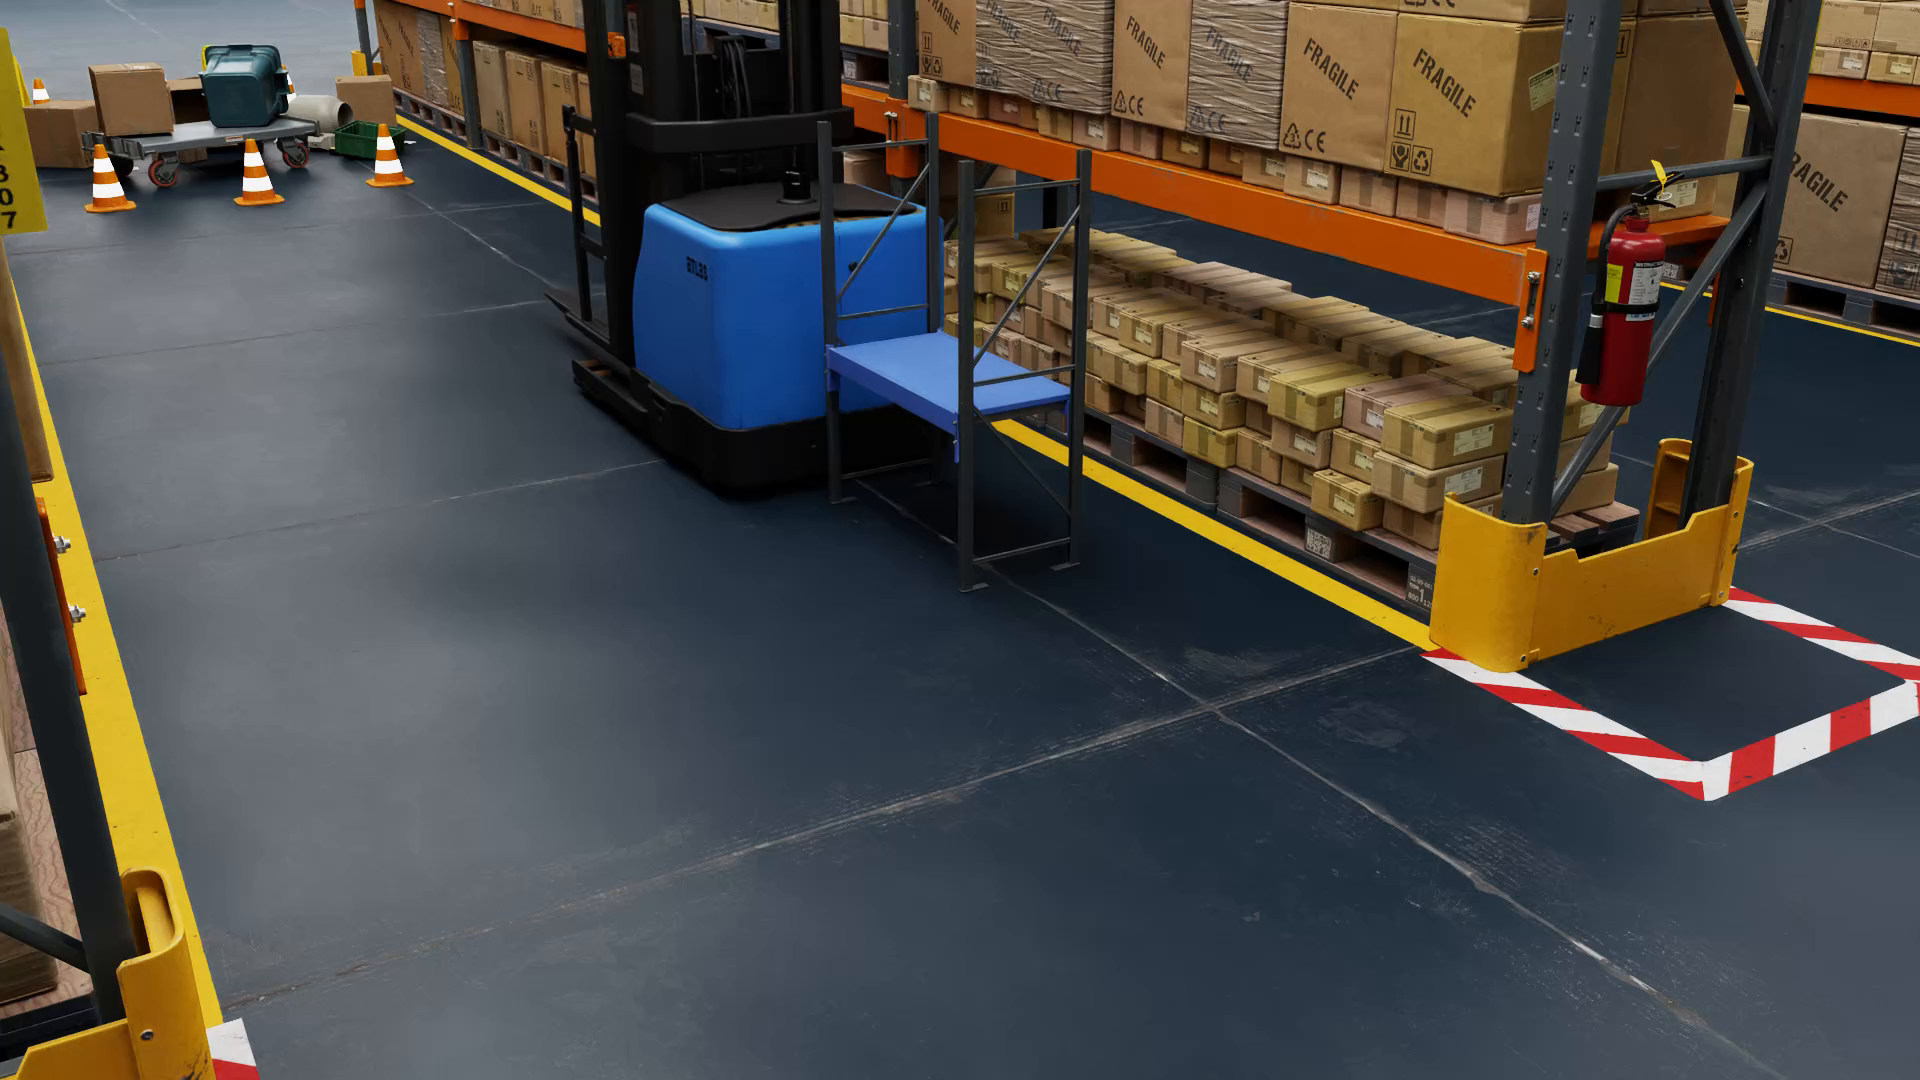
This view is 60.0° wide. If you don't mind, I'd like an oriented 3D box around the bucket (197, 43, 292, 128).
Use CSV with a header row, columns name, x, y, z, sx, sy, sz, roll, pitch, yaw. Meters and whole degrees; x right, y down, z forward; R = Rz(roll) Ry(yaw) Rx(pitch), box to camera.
name,x,y,z,sx,sy,sz,roll,pitch,yaw
bucket,-6.024,-3.774,13.942,0.726,0.611,0.620,-4,32,-10

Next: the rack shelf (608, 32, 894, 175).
name,x,y,z,sx,sy,sz,roll,pitch,yaw
rack shelf,-0.908,-2.710,9.951,1.077,0.370,4.000,-13,25,-28

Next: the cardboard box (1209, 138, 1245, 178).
name,x,y,z,sx,sy,sz,roll,pitch,yaw
cardboard box,1.165,-1.470,6.278,0.380,0.149,0.250,-14,26,-30

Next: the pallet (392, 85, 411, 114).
name,x,y,z,sx,sy,sz,roll,pitch,yaw
pallet,-5.540,-4.745,17.705,1.003,0.211,1.213,-13,25,-28

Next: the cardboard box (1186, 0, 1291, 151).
name,x,y,z,sx,sy,sz,roll,pitch,yaw
cardboard box,1.180,-1.711,6.011,0.500,0.500,0.500,-13,25,-28

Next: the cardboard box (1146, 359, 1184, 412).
name,x,y,z,sx,sy,sz,roll,pitch,yaw
cardboard box,0.984,-0.649,6.757,0.380,0.149,0.250,-11,25,-26

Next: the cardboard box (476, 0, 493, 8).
name,x,y,z,sx,sy,sz,roll,pitch,yaw
cardboard box,-3.677,-4.647,13.628,0.500,0.500,0.500,-12,25,-28

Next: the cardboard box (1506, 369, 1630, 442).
name,x,y,z,sx,sy,sz,roll,pitch,yaw
cardboard box,2.181,-0.486,5.961,0.380,0.149,0.250,-14,26,-31

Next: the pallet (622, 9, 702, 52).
name,x,y,z,sx,sy,sz,roll,pitch,yaw
pallet,-1.474,-3.392,10.928,1.213,0.211,1.003,-13,25,-28

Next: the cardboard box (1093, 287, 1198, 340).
name,x,y,z,sx,sy,sz,roll,pitch,yaw
cardboard box,0.796,-0.971,7.155,0.380,0.149,0.250,-14,26,-30

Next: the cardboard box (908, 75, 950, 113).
name,x,y,z,sx,sy,sz,roll,pitch,yaw
cardboard box,-0.023,-2.125,7.890,0.380,0.149,0.250,-12,25,-26

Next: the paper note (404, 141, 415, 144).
name,x,y,z,sx,sy,sz,roll,pitch,yaw
paper note,-5.095,-3.654,15.260,0.142,0.020,0.147,8,23,18

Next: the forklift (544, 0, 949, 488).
name,x,y,z,sx,sy,sz,roll,pitch,yaw
forklift,-1.218,-2.078,7.530,1.130,2.935,3.031,-12,25,-27

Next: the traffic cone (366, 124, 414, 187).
name,x,y,z,sx,sy,sz,roll,pitch,yaw
traffic cone,-4.586,-3.086,13.289,0.336,0.463,0.334,-13,25,-28

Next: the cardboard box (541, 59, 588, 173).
name,x,y,z,sx,sy,sz,roll,pitch,yaw
cardboard box,-2.613,-3.340,12.975,1.050,0.750,0.750,-12,25,-27

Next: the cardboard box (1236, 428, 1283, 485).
name,x,y,z,sx,sy,sz,roll,pitch,yaw
cardboard box,1.292,-0.349,6.414,0.380,0.149,0.250,-12,25,-28

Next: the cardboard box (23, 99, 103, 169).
name,x,y,z,sx,sy,sz,roll,pitch,yaw
cardboard box,-7.554,-3.453,14.139,0.500,0.500,0.500,4,22,9

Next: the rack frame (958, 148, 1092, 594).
name,x,y,z,sx,sy,sz,roll,pitch,yaw
rack frame,0.216,-0.558,5.692,0.500,1.500,0.032,-13,25,-28

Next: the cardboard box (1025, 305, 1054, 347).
name,x,y,z,sx,sy,sz,roll,pitch,yaw
cardboard box,0.521,-1.004,7.632,0.380,0.149,0.250,-14,26,-31

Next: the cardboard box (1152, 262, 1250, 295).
name,x,y,z,sx,sy,sz,roll,pitch,yaw
cardboard box,1.100,-1.157,7.613,0.380,0.149,0.250,-14,26,-31

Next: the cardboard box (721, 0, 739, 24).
name,x,y,z,sx,sy,sz,roll,pitch,yaw
cardboard box,-1.196,-3.157,9.870,0.380,0.149,0.250,-12,25,-28

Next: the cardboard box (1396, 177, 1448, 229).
name,x,y,z,sx,sy,sz,roll,pitch,yaw
cardboard box,1.653,-1.124,5.426,0.380,0.149,0.250,-13,25,-28

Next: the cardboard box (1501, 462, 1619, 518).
name,x,y,z,sx,sy,sz,roll,pitch,yaw
cardboard box,2.164,-0.206,6.064,0.380,0.149,0.250,-12,25,-27

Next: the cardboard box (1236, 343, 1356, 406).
name,x,y,z,sx,sy,sz,roll,pitch,yaw
cardboard box,1.270,-0.621,6.294,0.380,0.149,0.250,-14,26,-30

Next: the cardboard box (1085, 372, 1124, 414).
name,x,y,z,sx,sy,sz,roll,pitch,yaw
cardboard box,0.721,-0.678,7.225,0.380,0.149,0.250,-13,26,-30

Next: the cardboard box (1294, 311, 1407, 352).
name,x,y,z,sx,sy,sz,roll,pitch,yaw
cardboard box,1.587,-0.814,6.769,0.380,0.149,0.250,-12,25,-26

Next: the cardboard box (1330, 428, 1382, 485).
name,x,y,z,sx,sy,sz,roll,pitch,yaw
cardboard box,1.555,-0.324,5.958,0.380,0.149,0.250,-13,26,-29

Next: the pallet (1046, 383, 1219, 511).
name,x,y,z,sx,sy,sz,roll,pitch,yaw
pallet,1.114,-0.498,7.257,1.003,0.211,1.213,-13,25,-28

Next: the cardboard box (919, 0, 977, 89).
name,x,y,z,sx,sy,sz,roll,pitch,yaw
cardboard box,0.150,-2.372,7.635,0.500,0.500,0.500,-13,26,-29

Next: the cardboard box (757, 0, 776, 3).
name,x,y,z,sx,sy,sz,roll,pitch,yaw
cardboard box,-0.936,-3.129,9.407,0.380,0.149,0.250,-12,25,-28

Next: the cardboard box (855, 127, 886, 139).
name,x,y,z,sx,sy,sz,roll,pitch,yaw
cardboard box,-0.311,-2.242,9.610,0.500,0.250,0.500,-12,25,-27

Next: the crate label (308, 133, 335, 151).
name,x,y,z,sx,sy,sz,roll,pitch,yaw
crate label,-5.692,-3.568,14.908,0.250,0.136,0.298,8,23,18

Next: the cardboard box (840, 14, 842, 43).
name,x,y,z,sx,sy,sz,roll,pitch,yaw
cardboard box,-0.518,-2.730,8.820,0.380,0.149,0.250,-13,25,-28

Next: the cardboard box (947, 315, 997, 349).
name,x,y,z,sx,sy,sz,roll,pitch,yaw
cardboard box,0.159,-1.004,8.027,0.380,0.149,0.250,-12,25,-27

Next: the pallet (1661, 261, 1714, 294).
name,x,y,z,sx,sy,sz,roll,pitch,yaw
pallet,4.750,-1.764,10.372,1.003,0.211,1.213,-13,25,-28

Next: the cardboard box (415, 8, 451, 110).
name,x,y,z,sx,sy,sz,roll,pitch,yaw
cardboard box,-4.698,-4.704,16.166,0.875,0.875,0.875,-12,25,-28

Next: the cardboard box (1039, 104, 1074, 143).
name,x,y,z,sx,sy,sz,roll,pitch,yaw
cardboard box,0.561,-1.796,7.081,0.380,0.149,0.250,-12,25,-27

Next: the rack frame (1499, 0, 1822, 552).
name,x,y,z,sx,sy,sz,roll,pitch,yaw
rack frame,2.157,-1.101,5.037,1.000,3.000,0.127,-13,25,-28

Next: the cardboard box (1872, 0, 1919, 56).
name,x,y,z,sx,sy,sz,roll,pitch,yaw
cardboard box,5.208,-2.694,8.759,0.500,0.250,0.500,-13,25,-28

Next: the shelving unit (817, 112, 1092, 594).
name,x,y,z,sx,sy,sz,roll,pitch,yaw
shelving unit,-0.044,-0.722,6.097,0.538,1.500,1.048,-13,25,-28

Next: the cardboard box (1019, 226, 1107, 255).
name,x,y,z,sx,sy,sz,roll,pitch,yaw
cardboard box,0.519,-1.481,8.409,0.380,0.149,0.250,-12,25,-27

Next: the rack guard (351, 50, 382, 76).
name,x,y,z,sx,sy,sz,roll,pitch,yaw
rack guard,-6.028,-5.130,18.270,1.175,0.500,0.348,-13,25,-28

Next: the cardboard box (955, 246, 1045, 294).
name,x,y,z,sx,sy,sz,roll,pitch,yaw
cardboard box,0.201,-1.294,7.949,0.380,0.149,0.250,-11,25,-26

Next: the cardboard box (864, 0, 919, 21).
name,x,y,z,sx,sy,sz,roll,pitch,yaw
cardboard box,-0.259,-2.703,8.359,0.380,0.149,0.250,-12,25,-27

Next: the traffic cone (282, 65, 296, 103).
name,x,y,z,sx,sy,sz,roll,pitch,yaw
traffic cone,-6.966,-4.660,17.163,0.336,0.463,0.334,-13,25,-28

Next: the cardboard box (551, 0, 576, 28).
name,x,y,z,sx,sy,sz,roll,pitch,yaw
cardboard box,-2.644,-3.993,12.019,0.500,0.500,0.500,-13,25,-28

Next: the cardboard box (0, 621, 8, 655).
name,x,y,z,sx,sy,sz,roll,pitch,yaw
cardboard box,-3.404,0.095,4.940,0.875,0.438,0.875,-13,26,-30

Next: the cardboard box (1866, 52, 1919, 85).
name,x,y,z,sx,sy,sz,roll,pitch,yaw
cardboard box,5.092,-2.537,8.903,0.380,0.149,0.250,-13,26,-30

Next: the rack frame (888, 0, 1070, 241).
name,x,y,z,sx,sy,sz,roll,pitch,yaw
rack frame,0.114,-2.396,8.223,1.000,3.000,0.127,-13,25,-28

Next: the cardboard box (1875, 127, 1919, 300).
name,x,y,z,sx,sy,sz,roll,pitch,yaw
cardboard box,5.612,-1.719,8.822,0.875,0.875,0.875,-13,25,-28
